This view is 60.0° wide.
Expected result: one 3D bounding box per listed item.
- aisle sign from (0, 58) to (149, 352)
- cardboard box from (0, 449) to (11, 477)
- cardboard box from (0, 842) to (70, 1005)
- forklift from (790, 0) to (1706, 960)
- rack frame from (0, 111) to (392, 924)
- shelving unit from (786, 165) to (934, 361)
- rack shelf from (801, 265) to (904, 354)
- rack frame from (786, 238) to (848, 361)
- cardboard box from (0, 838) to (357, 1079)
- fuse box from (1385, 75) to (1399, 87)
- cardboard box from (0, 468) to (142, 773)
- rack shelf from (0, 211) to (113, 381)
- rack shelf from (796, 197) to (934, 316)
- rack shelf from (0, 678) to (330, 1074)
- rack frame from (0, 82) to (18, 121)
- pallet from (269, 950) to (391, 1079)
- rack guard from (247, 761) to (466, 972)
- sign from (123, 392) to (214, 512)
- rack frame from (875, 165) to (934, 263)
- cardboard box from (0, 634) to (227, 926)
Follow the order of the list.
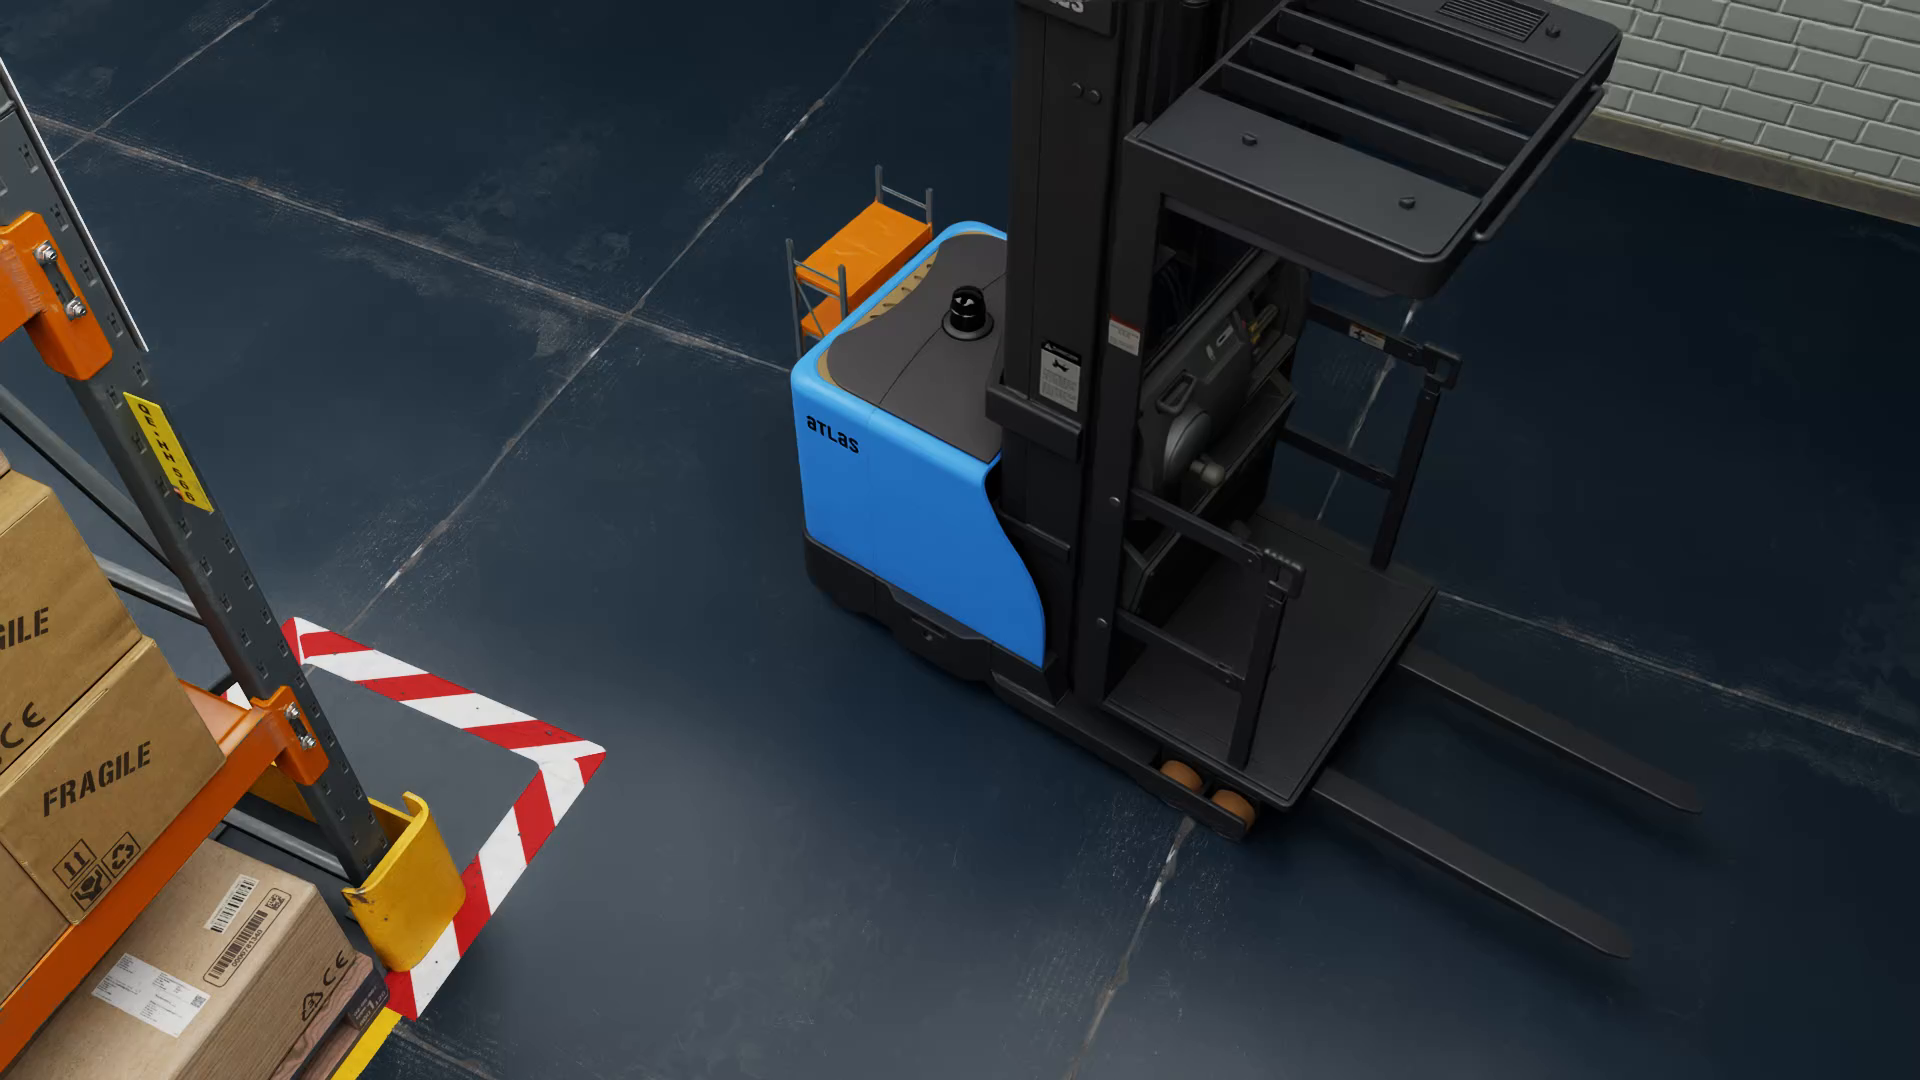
[{"bbox_3d":[-1.849,-0.708,3.176,0.394,0.787,0.004,20,52,16],"label":"aisle sign"},{"bbox_3d":[-2.132,-0.171,3.278,0.380,0.149,0.250,20,53,17],"label":"cardboard box"},{"bbox_3d":[-2.355,0.810,3.526,0.500,0.500,0.500,19,52,15],"label":"cardboard box"},{"bbox_3d":[0.934,-0.443,4.703,3.031,2.935,1.130,28,55,22],"label":"forklift"},{"bbox_3d":[-2.160,0.083,4.210,1.000,3.000,0.127,20,52,16],"label":"rack frame"},{"bbox_3d":[-0.335,-0.708,6.064,0.258,1.200,0.503,28,55,22],"label":"shelving unit"},{"bbox_3d":[-0.335,-0.809,5.945,0.258,0.148,0.480,28,55,22],"label":"rack shelf"},{"bbox_3d":[-0.476,-0.557,5.936,0.240,1.200,0.015,28,55,22],"label":"rack frame"},{"bbox_3d":[-2.351,1.265,4.611,0.875,0.438,0.875,18,52,15],"label":"cardboard box"},{"bbox_3d":[2.065,-2.606,7.344,0.539,1.711,0.414,20,52,16],"label":"fuse box"},{"bbox_3d":[-2.150,0.136,3.442,0.500,0.500,0.500,21,53,17],"label":"cardboard box"},{"bbox_3d":[-3.014,0.722,2.169,1.077,0.370,4.000,20,52,16],"label":"rack shelf"},{"bbox_3d":[-0.335,-0.963,5.765,0.258,0.148,0.480,28,55,22],"label":"rack shelf"},{"bbox_3d":[-3.014,1.694,3.312,1.077,0.370,4.000,20,52,16],"label":"rack shelf"},{"bbox_3d":[-2.160,-1.861,1.925,1.000,3.000,0.127,20,52,16],"label":"rack frame"},{"bbox_3d":[-2.431,1.563,4.781,1.003,0.211,1.213,20,52,16],"label":"pallet"},{"bbox_3d":[-2.150,0.877,5.176,1.175,0.500,0.348,20,52,16],"label":"rack guard"},{"bbox_3d":[-1.675,-0.183,3.520,0.100,0.325,0.005,20,52,16],"label":"sign"},{"bbox_3d":[-0.193,-0.859,6.193,0.240,1.200,0.015,28,55,22],"label":"rack frame"},{"bbox_3d":[-2.127,0.469,3.816,0.500,0.500,0.500,20,53,16],"label":"cardboard box"}]
